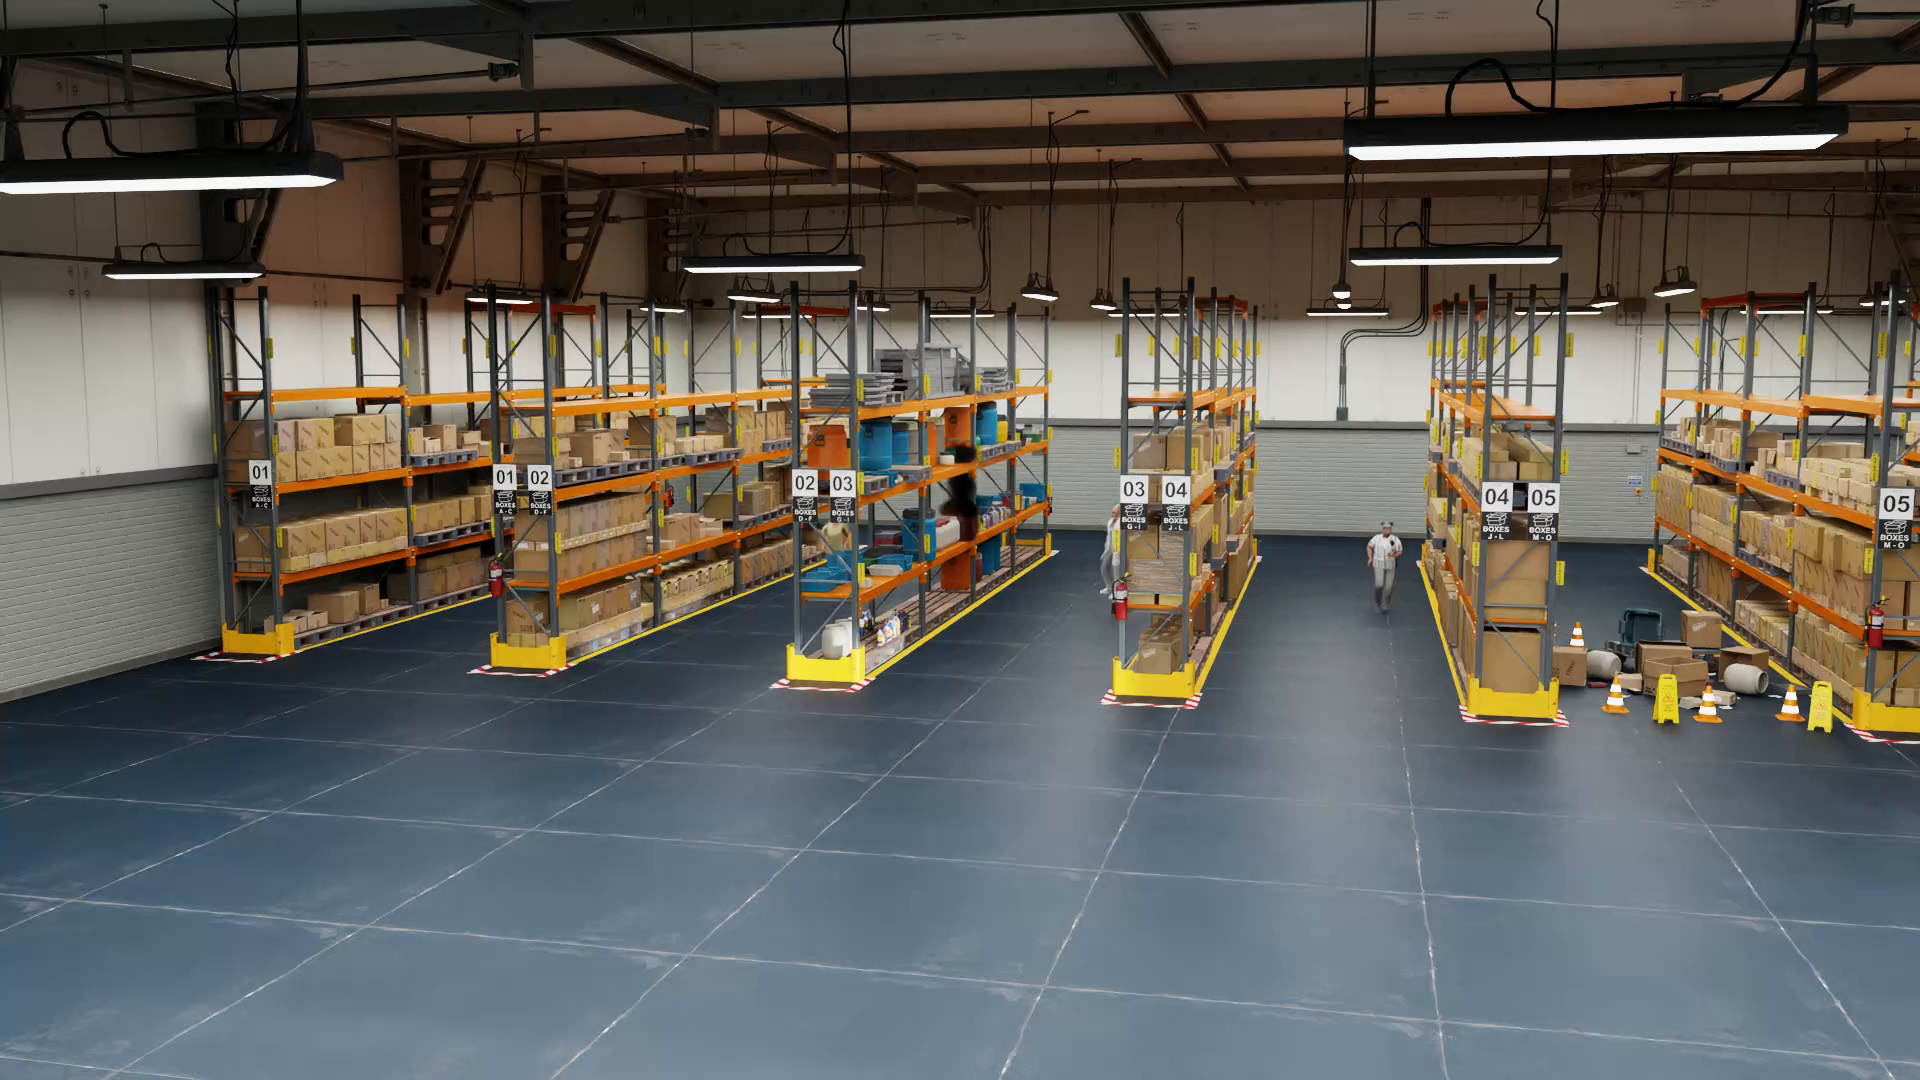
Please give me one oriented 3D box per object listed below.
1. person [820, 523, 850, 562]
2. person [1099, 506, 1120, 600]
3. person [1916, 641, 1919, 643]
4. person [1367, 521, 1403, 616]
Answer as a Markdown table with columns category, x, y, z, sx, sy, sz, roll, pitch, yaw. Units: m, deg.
| category | x | y | z | sx | sy | sz | roll | pitch | yaw |
| --- | --- | --- | --- | --- | --- | --- | --- | --- | --- |
| person | -2.405 | 0.240 | 31.963 | 0.591 | 1.631 | 0.609 | 0 | 7 | -1 |
| person | 2.954 | 0.241 | 31.636 | 0.488 | 1.807 | 0.784 | -5 | 8 | -37 |
| person | 15.510 | 1.180 | 27.149 | 0.575 | 1.431 | 0.806 | -1 | 7 | -5 |
| person | 8.014 | 0.537 | 31.340 | 0.620 | 1.819 | 0.718 | 1 | 7 | 7 |
